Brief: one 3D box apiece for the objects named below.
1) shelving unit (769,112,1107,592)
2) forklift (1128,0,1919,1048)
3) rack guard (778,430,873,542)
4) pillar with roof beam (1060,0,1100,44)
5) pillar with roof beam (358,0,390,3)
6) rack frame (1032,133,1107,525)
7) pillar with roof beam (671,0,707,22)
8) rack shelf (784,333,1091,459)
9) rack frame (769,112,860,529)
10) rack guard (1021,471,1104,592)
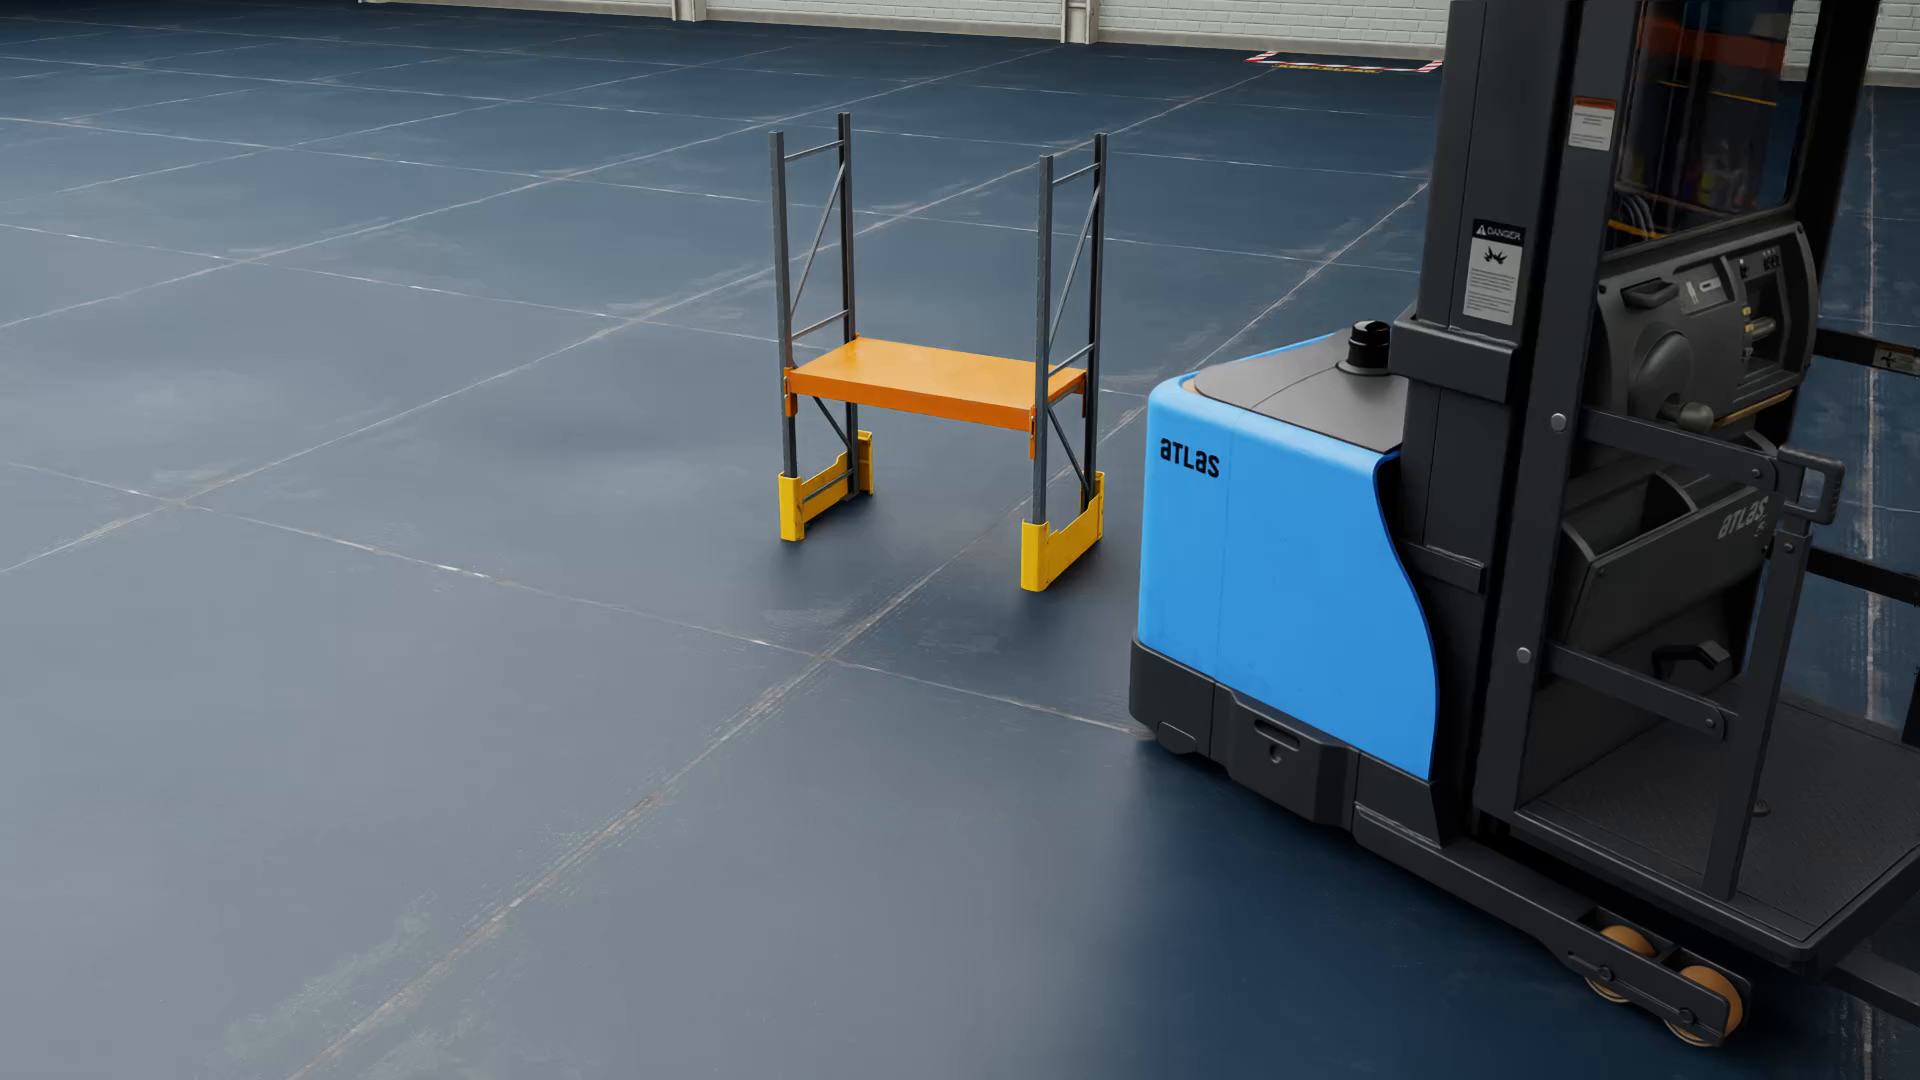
[{"bbox_3d":[-0.068,-0.704,5.988,1.083,1.500,0.587,11,25,25],"label":"shelving unit"},{"bbox_3d":[1.826,-0.464,3.597,1.130,2.935,3.031,-18,29,-36],"label":"forklift"},{"bbox_3d":[-0.512,-0.216,6.440,0.087,0.250,0.587,11,25,25],"label":"rack guard"},{"bbox_3d":[-0.425,-8.969,15.842,0.400,9.000,9.100,11,25,25],"label":"pillar with roof beam"},{"bbox_3d":[-11.134,-11.088,20.824,0.400,9.000,9.100,11,25,25],"label":"pillar with roof beam"},{"bbox_3d":[0.378,-0.615,5.781,0.032,1.500,0.500,11,25,25],"label":"rack frame"},{"bbox_3d":[-5.779,-10.029,18.333,0.400,9.000,9.100,11,25,25],"label":"pillar with roof beam"},{"bbox_3d":[-0.076,-0.540,6.062,1.000,0.185,0.538,11,25,25],"label":"rack shelf"},{"bbox_3d":[-0.530,-0.795,6.203,0.032,1.500,0.500,11,25,25],"label":"rack frame"},{"bbox_3d":[0.376,-0.041,6.026,0.087,0.250,0.587,11,25,25],"label":"rack guard"}]
